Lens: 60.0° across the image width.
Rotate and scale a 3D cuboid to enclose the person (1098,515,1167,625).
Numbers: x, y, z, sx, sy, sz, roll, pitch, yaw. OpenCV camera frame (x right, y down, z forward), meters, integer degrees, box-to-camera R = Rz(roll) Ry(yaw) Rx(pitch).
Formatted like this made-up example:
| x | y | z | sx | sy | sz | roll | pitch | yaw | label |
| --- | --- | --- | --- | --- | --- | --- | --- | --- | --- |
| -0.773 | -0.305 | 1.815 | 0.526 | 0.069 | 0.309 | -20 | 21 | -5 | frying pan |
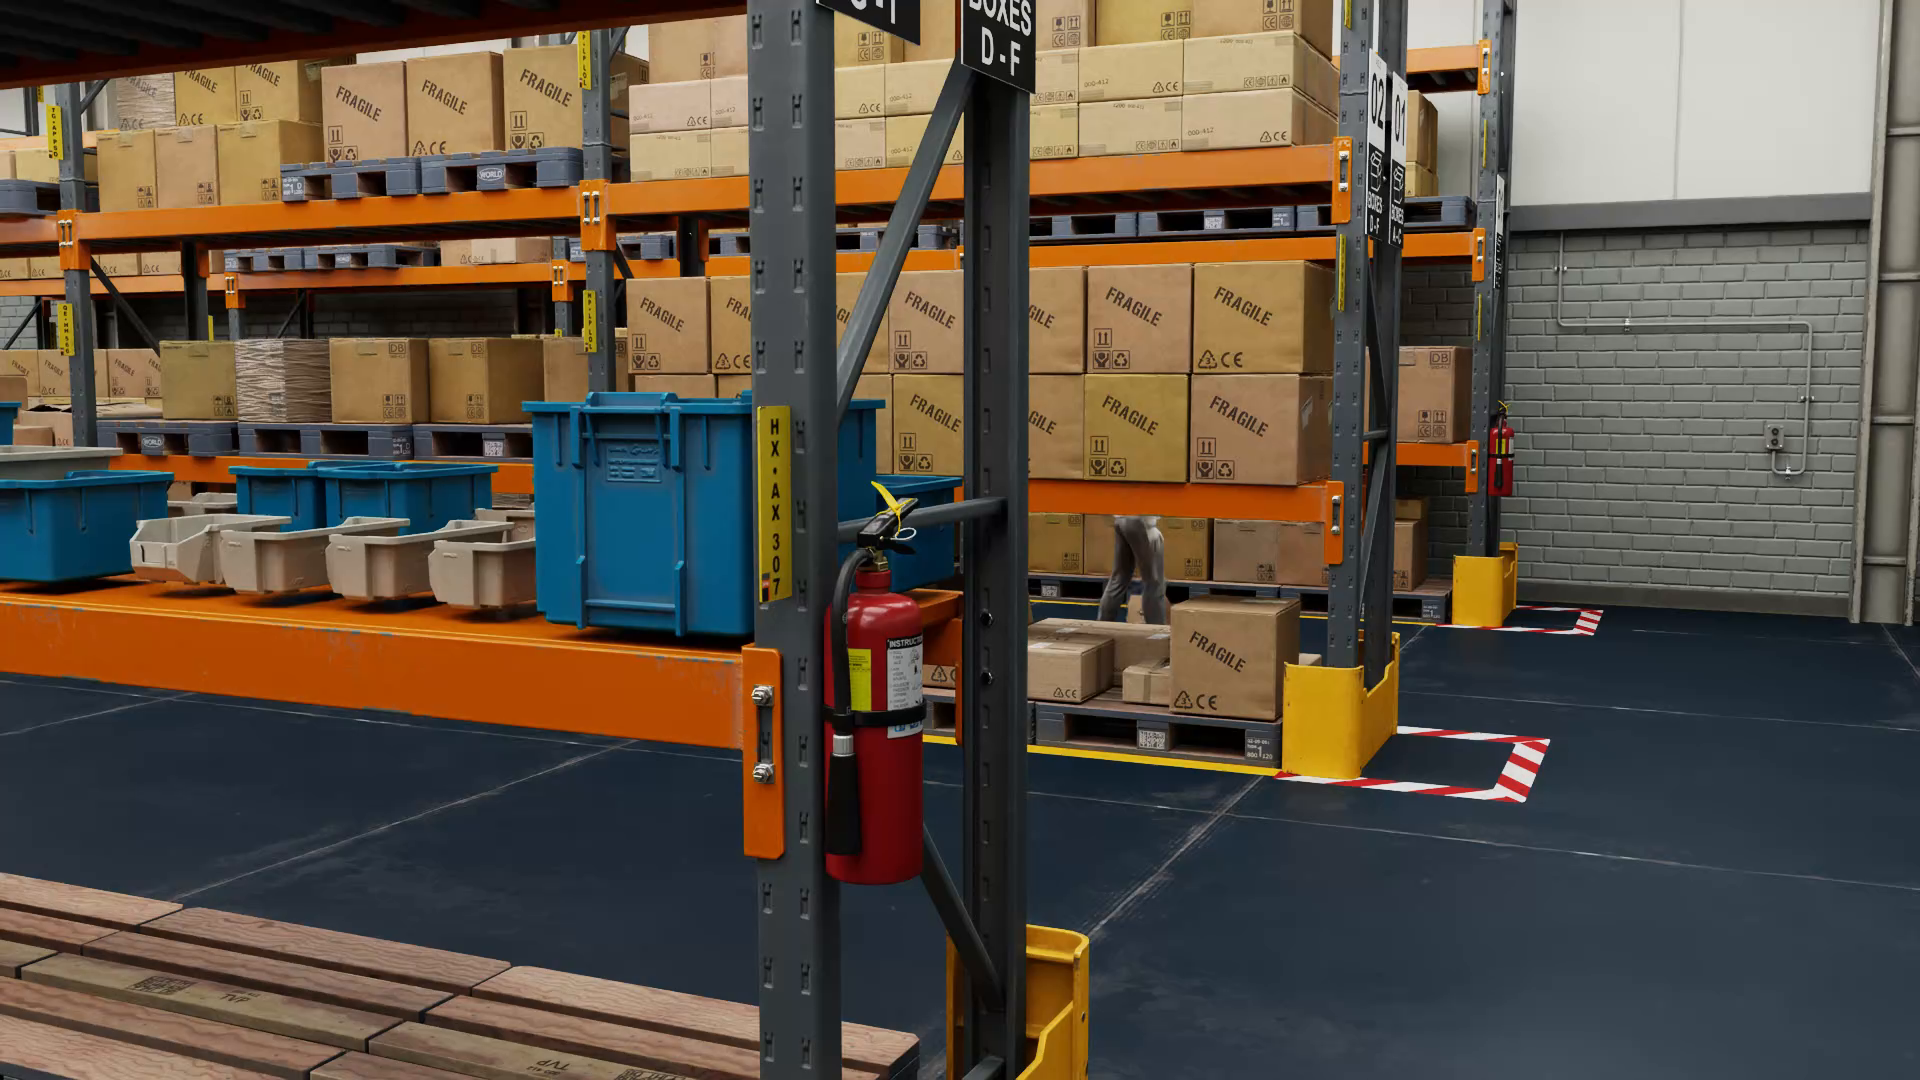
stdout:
| x | y | z | sx | sy | sz | roll | pitch | yaw | label |
| --- | --- | --- | --- | --- | --- | --- | --- | --- | --- |
| 1.179 | -0.088 | 10.483 | 0.612 | 1.657 | 0.620 | -1 | 6 | -6 | person |
